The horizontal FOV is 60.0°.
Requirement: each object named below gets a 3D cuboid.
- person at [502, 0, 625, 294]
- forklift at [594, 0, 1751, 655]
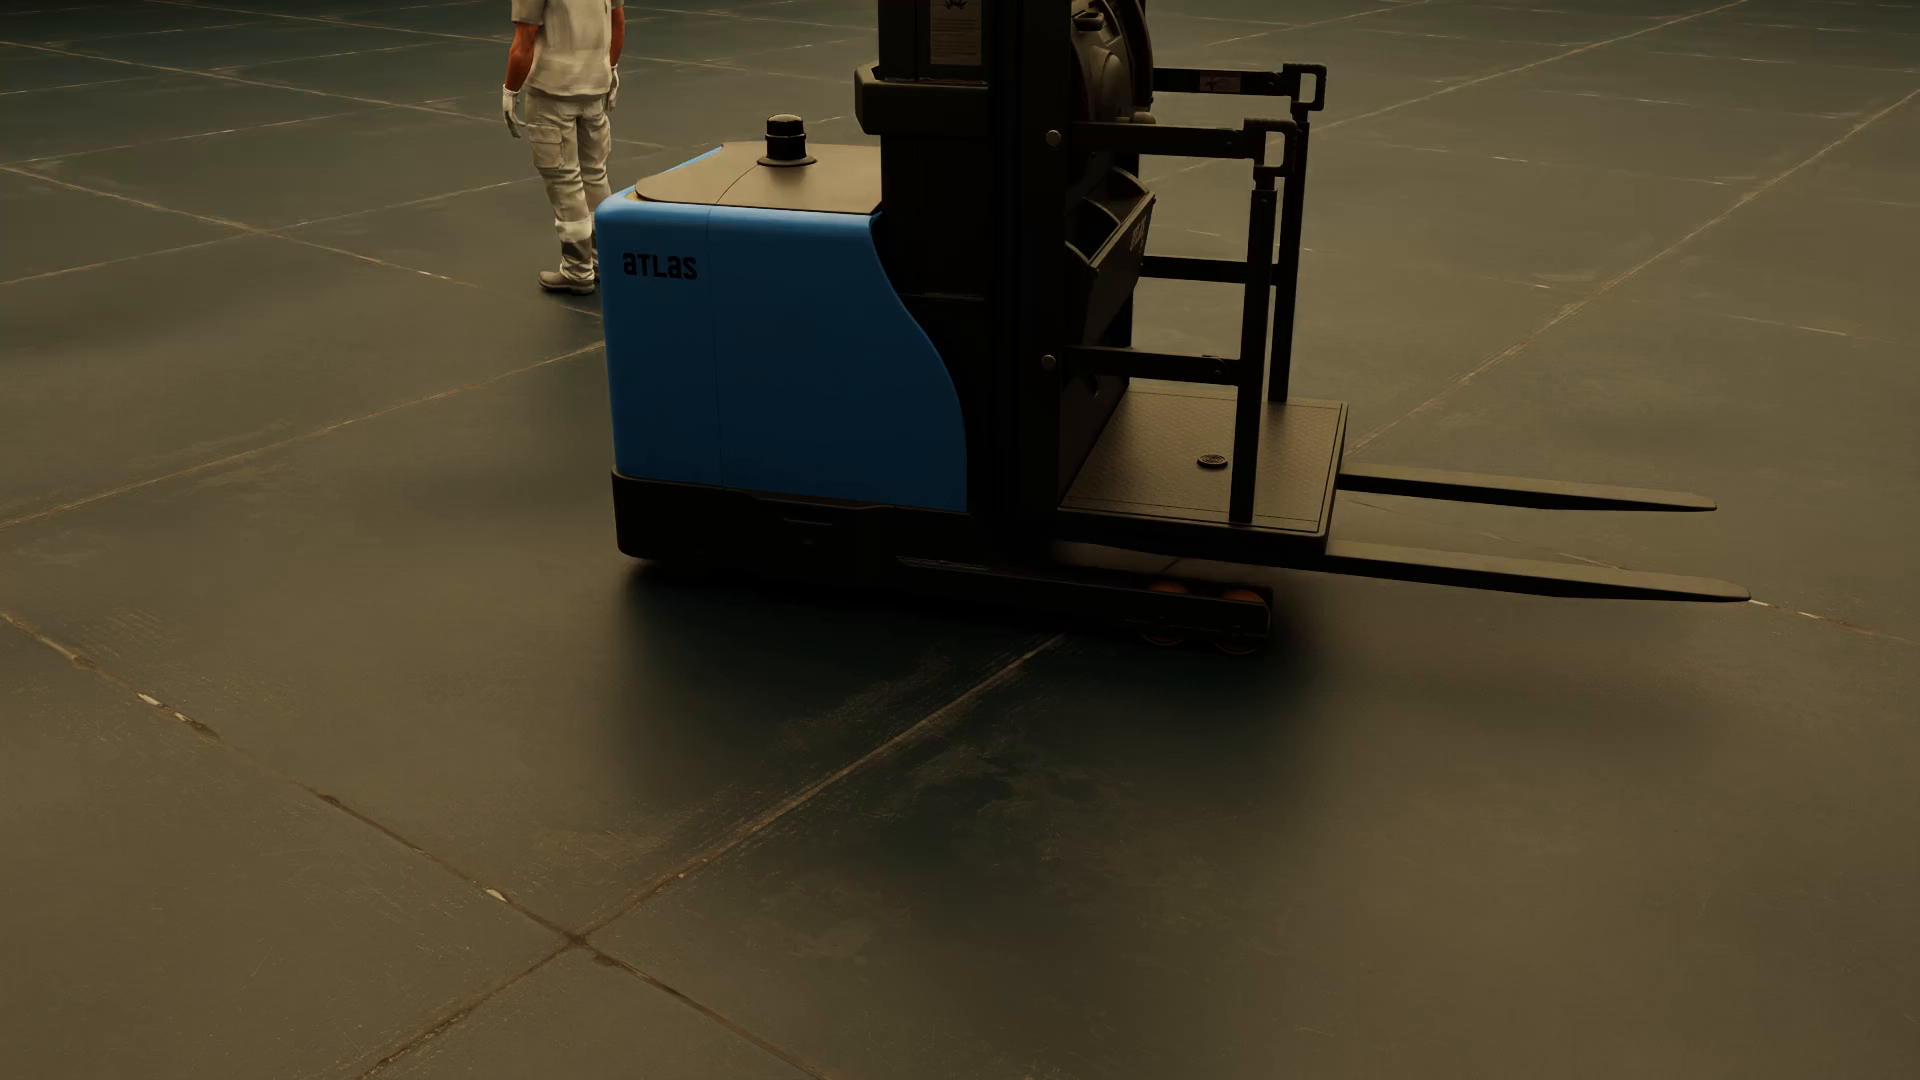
[{"bbox_3d":[-1.781,-1.984,7.321,0.564,1.788,0.637,17,28,33],"label":"person"},{"bbox_3d":[0.587,-1.281,4.284,3.031,2.935,1.130,6,24,14],"label":"forklift"}]
